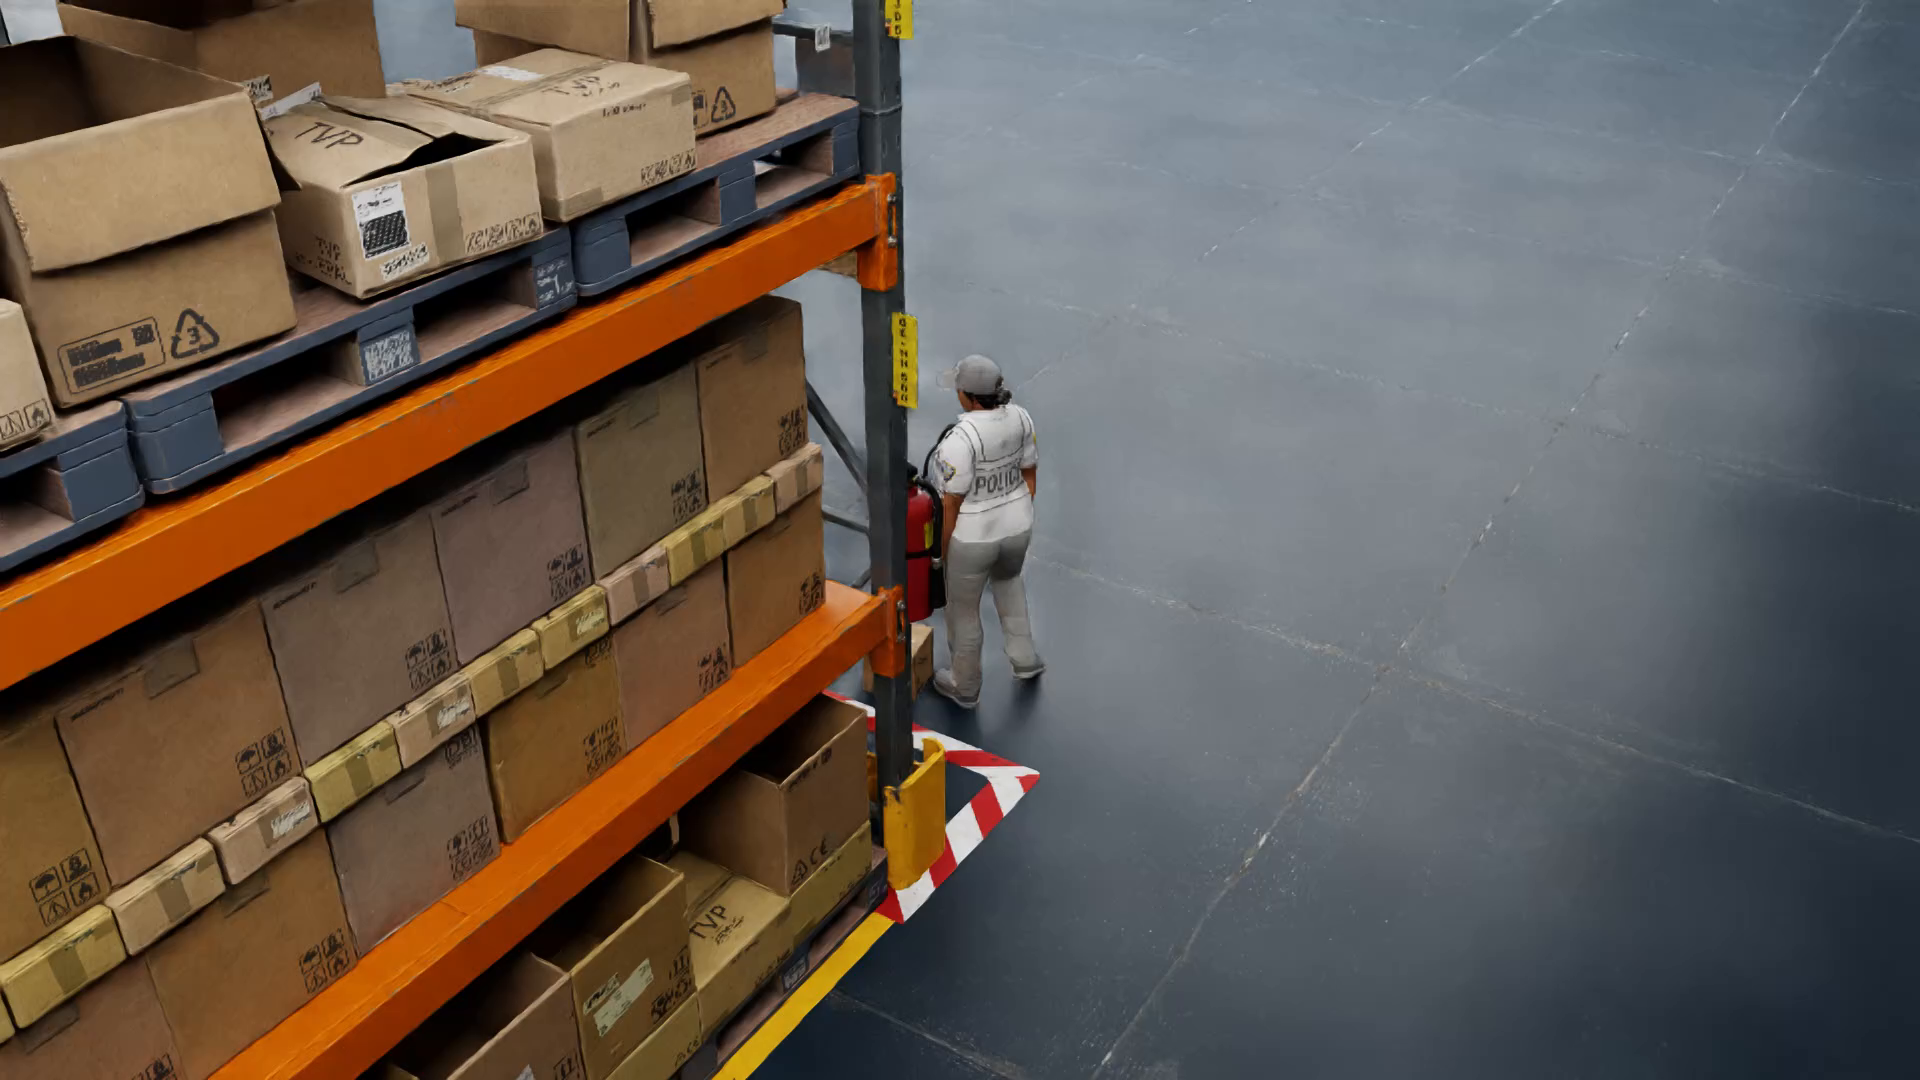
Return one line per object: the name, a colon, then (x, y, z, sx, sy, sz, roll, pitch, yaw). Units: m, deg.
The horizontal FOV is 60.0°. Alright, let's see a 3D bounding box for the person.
person: (0.127, -0.048, 7.182, 0.578, 1.662, 0.392, -22, 37, -32)
